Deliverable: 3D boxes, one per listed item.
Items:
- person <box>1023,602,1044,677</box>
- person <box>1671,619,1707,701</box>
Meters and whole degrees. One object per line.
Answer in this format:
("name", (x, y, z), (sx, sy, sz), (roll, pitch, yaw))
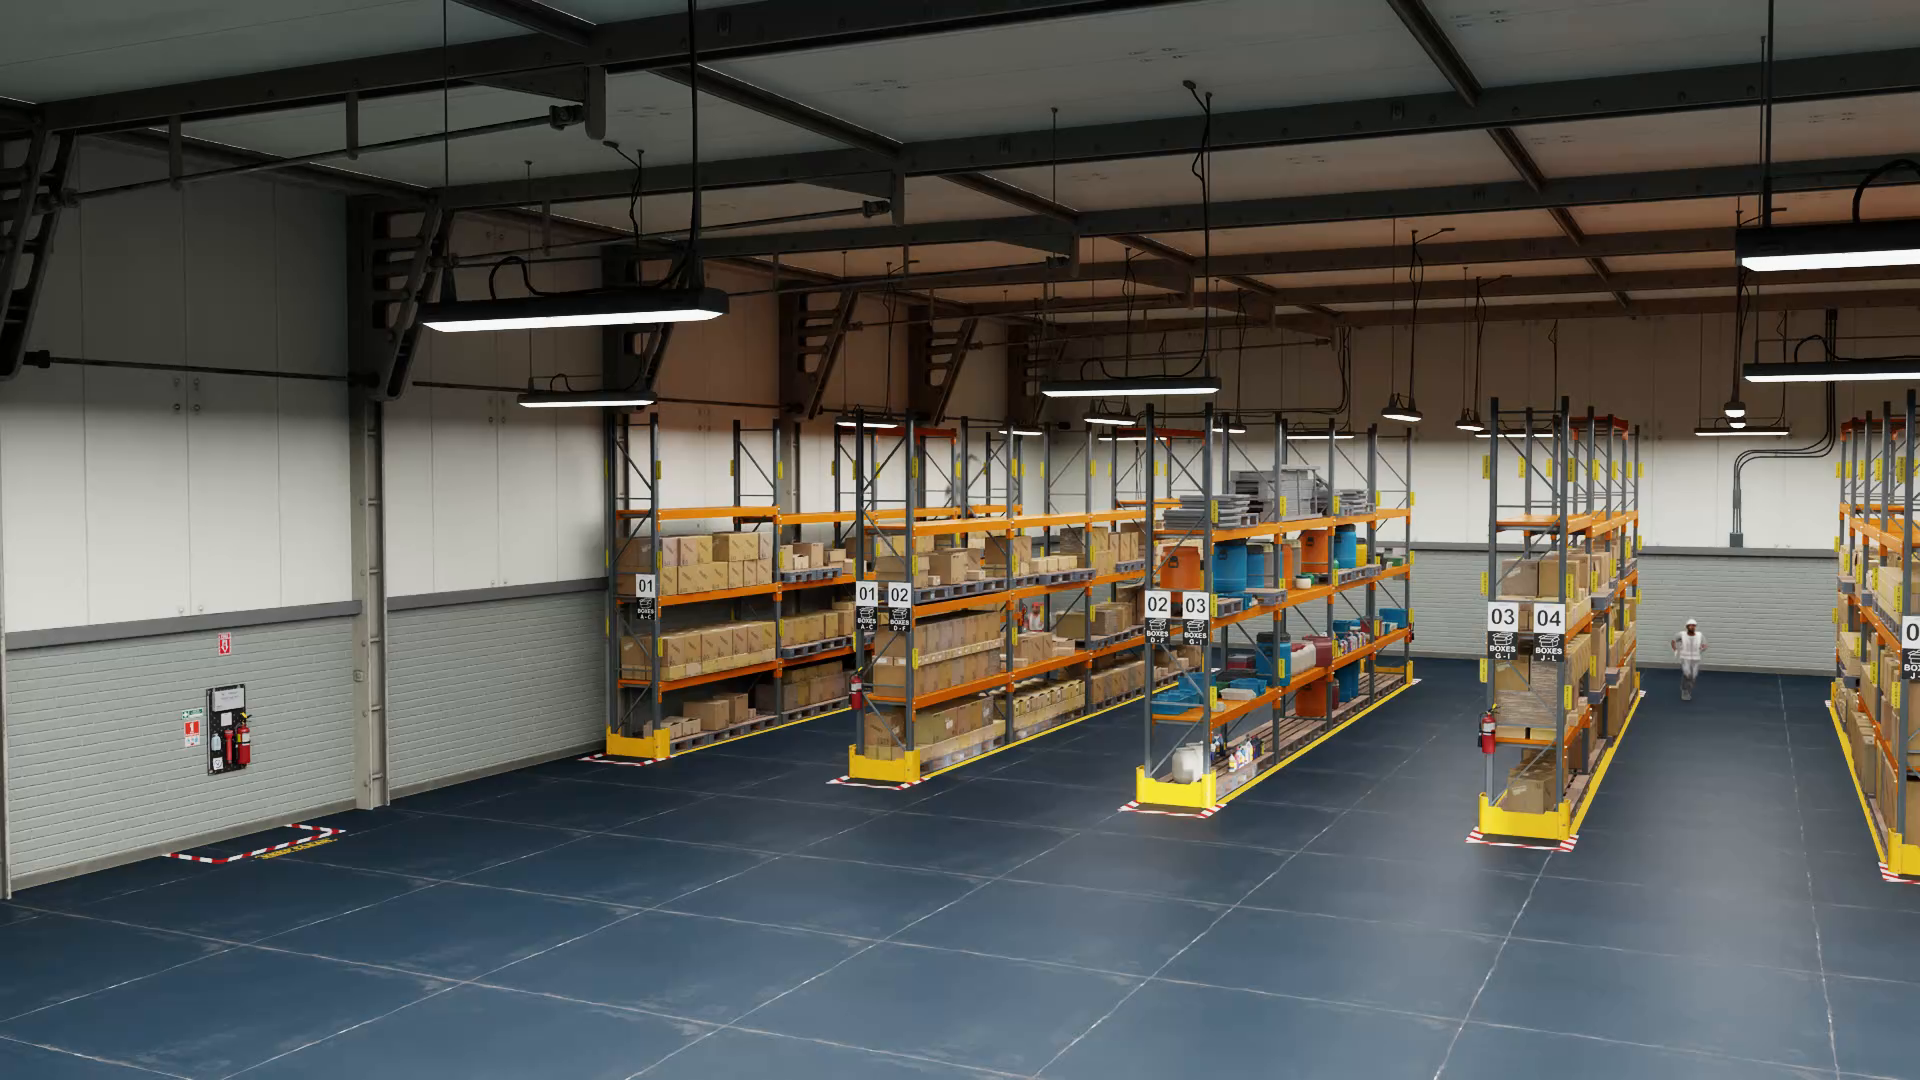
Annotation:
("person", (1.855, 2.404, 40.504), (0.669, 1.792, 0.951), (1, 3, 20))
("person", (15.861, 2.610, 36.110), (0.683, 1.775, 0.700), (0, 2, 9))
